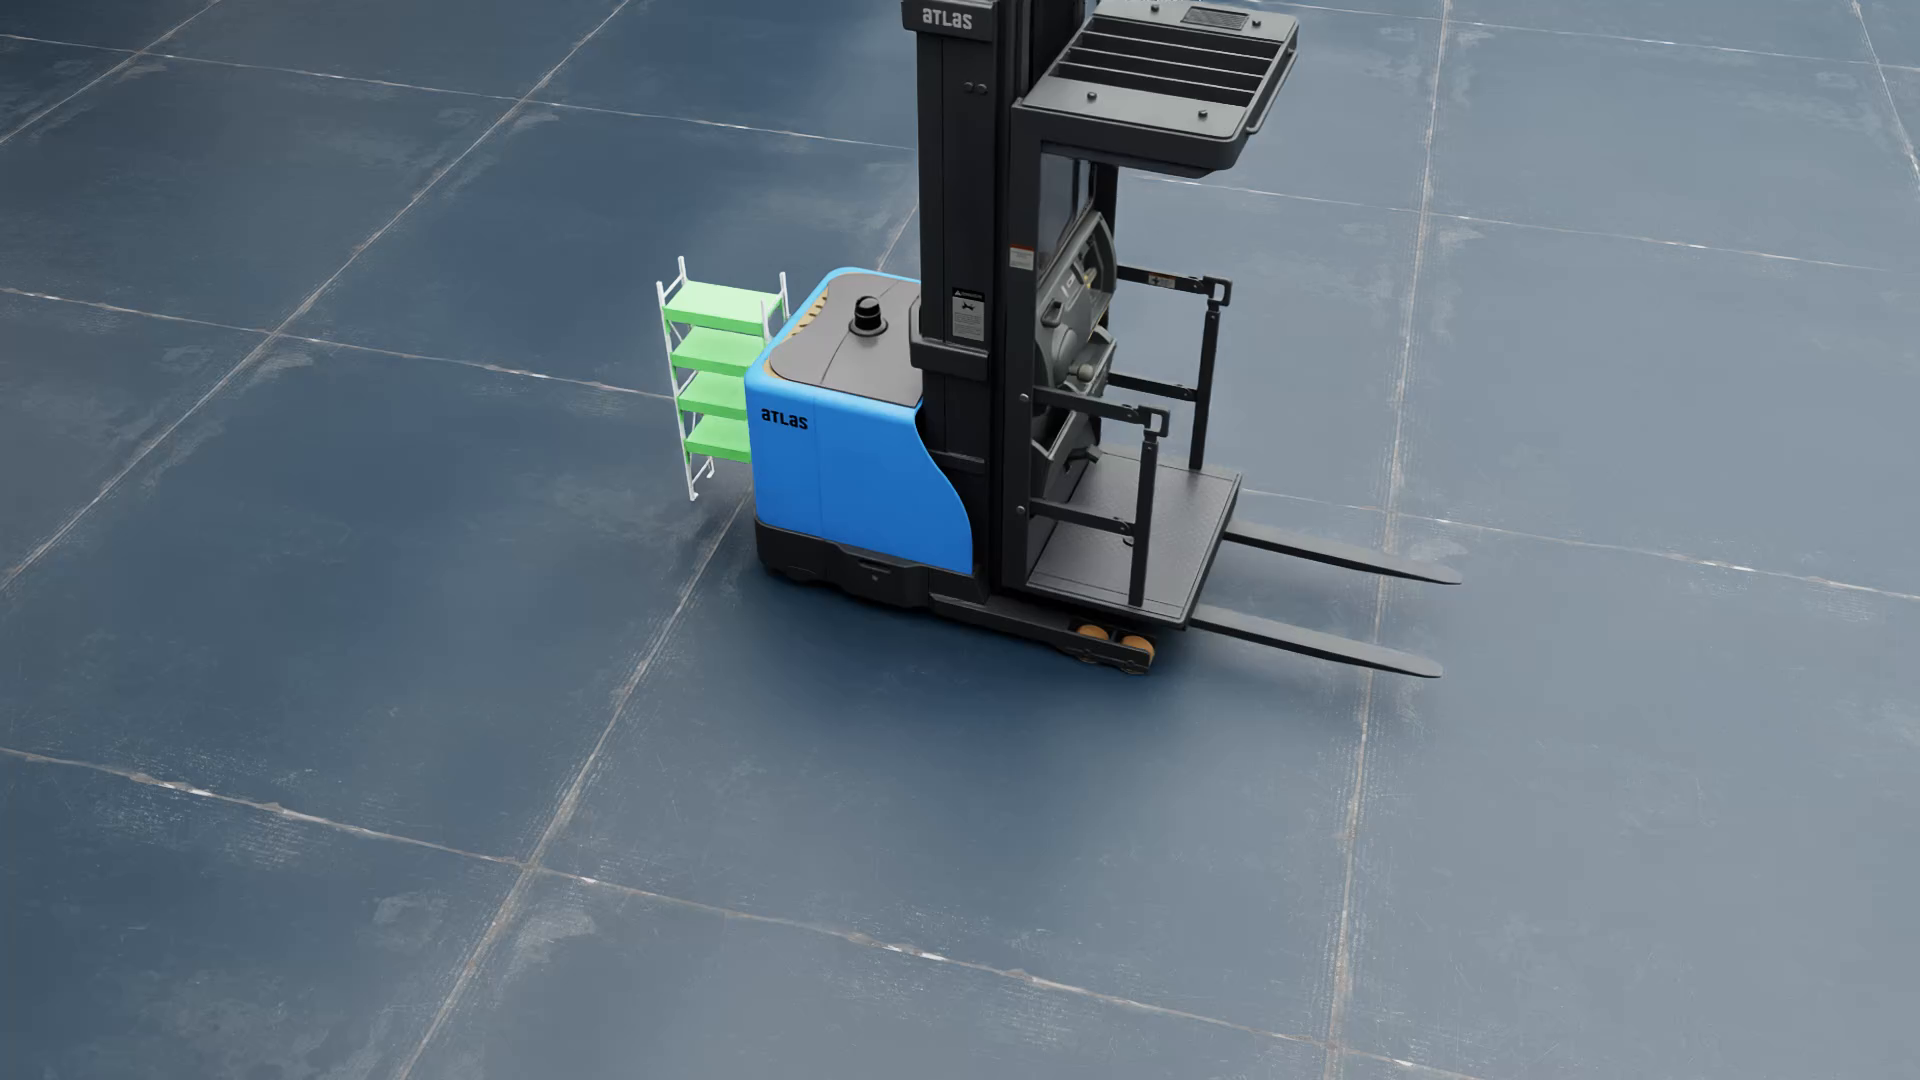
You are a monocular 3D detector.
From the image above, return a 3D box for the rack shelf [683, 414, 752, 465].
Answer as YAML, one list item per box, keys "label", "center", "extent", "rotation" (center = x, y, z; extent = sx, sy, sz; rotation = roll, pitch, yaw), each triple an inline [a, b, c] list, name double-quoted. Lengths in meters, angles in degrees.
- label: "rack shelf"
  center: [-1.022, -0.444, 7.810]
  extent: [0.480, 0.148, 0.258]
  rotation: [11, 41, 15]

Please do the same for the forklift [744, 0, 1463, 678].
- label: "forklift"
  center: [0.652, -0.940, 6.590]
  extent: [3.031, 2.935, 1.130]
  rotation: [14, 42, 16]

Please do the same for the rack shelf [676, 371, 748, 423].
- label: "rack shelf"
  center: [-1.027, -0.629, 7.657]
  extent: [0.480, 0.148, 0.258]
  rotation: [11, 41, 15]

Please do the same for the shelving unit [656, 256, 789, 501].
- label: "shelving unit"
  center: [-1.029, -0.678, 7.616]
  extent: [0.503, 1.200, 0.258]
  rotation: [11, 41, 15]

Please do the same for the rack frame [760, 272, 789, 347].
- label: "rack frame"
  center: [-0.797, -0.634, 7.554]
  extent: [0.015, 1.200, 0.240]
  rotation: [11, 41, 15]

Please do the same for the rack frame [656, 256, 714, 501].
- label: "rack frame"
  center: [-1.260, -0.723, 7.678]
  extent: [0.015, 1.200, 0.240]
  rotation: [11, 41, 15]

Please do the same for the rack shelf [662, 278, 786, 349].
- label: "rack shelf"
  center: [-1.037, -0.999, 7.351]
  extent: [0.480, 0.148, 0.258]
  rotation: [11, 41, 15]

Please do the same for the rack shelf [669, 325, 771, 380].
- label: "rack shelf"
  center: [-1.032, -0.814, 7.504]
  extent: [0.480, 0.148, 0.258]
  rotation: [11, 41, 15]
